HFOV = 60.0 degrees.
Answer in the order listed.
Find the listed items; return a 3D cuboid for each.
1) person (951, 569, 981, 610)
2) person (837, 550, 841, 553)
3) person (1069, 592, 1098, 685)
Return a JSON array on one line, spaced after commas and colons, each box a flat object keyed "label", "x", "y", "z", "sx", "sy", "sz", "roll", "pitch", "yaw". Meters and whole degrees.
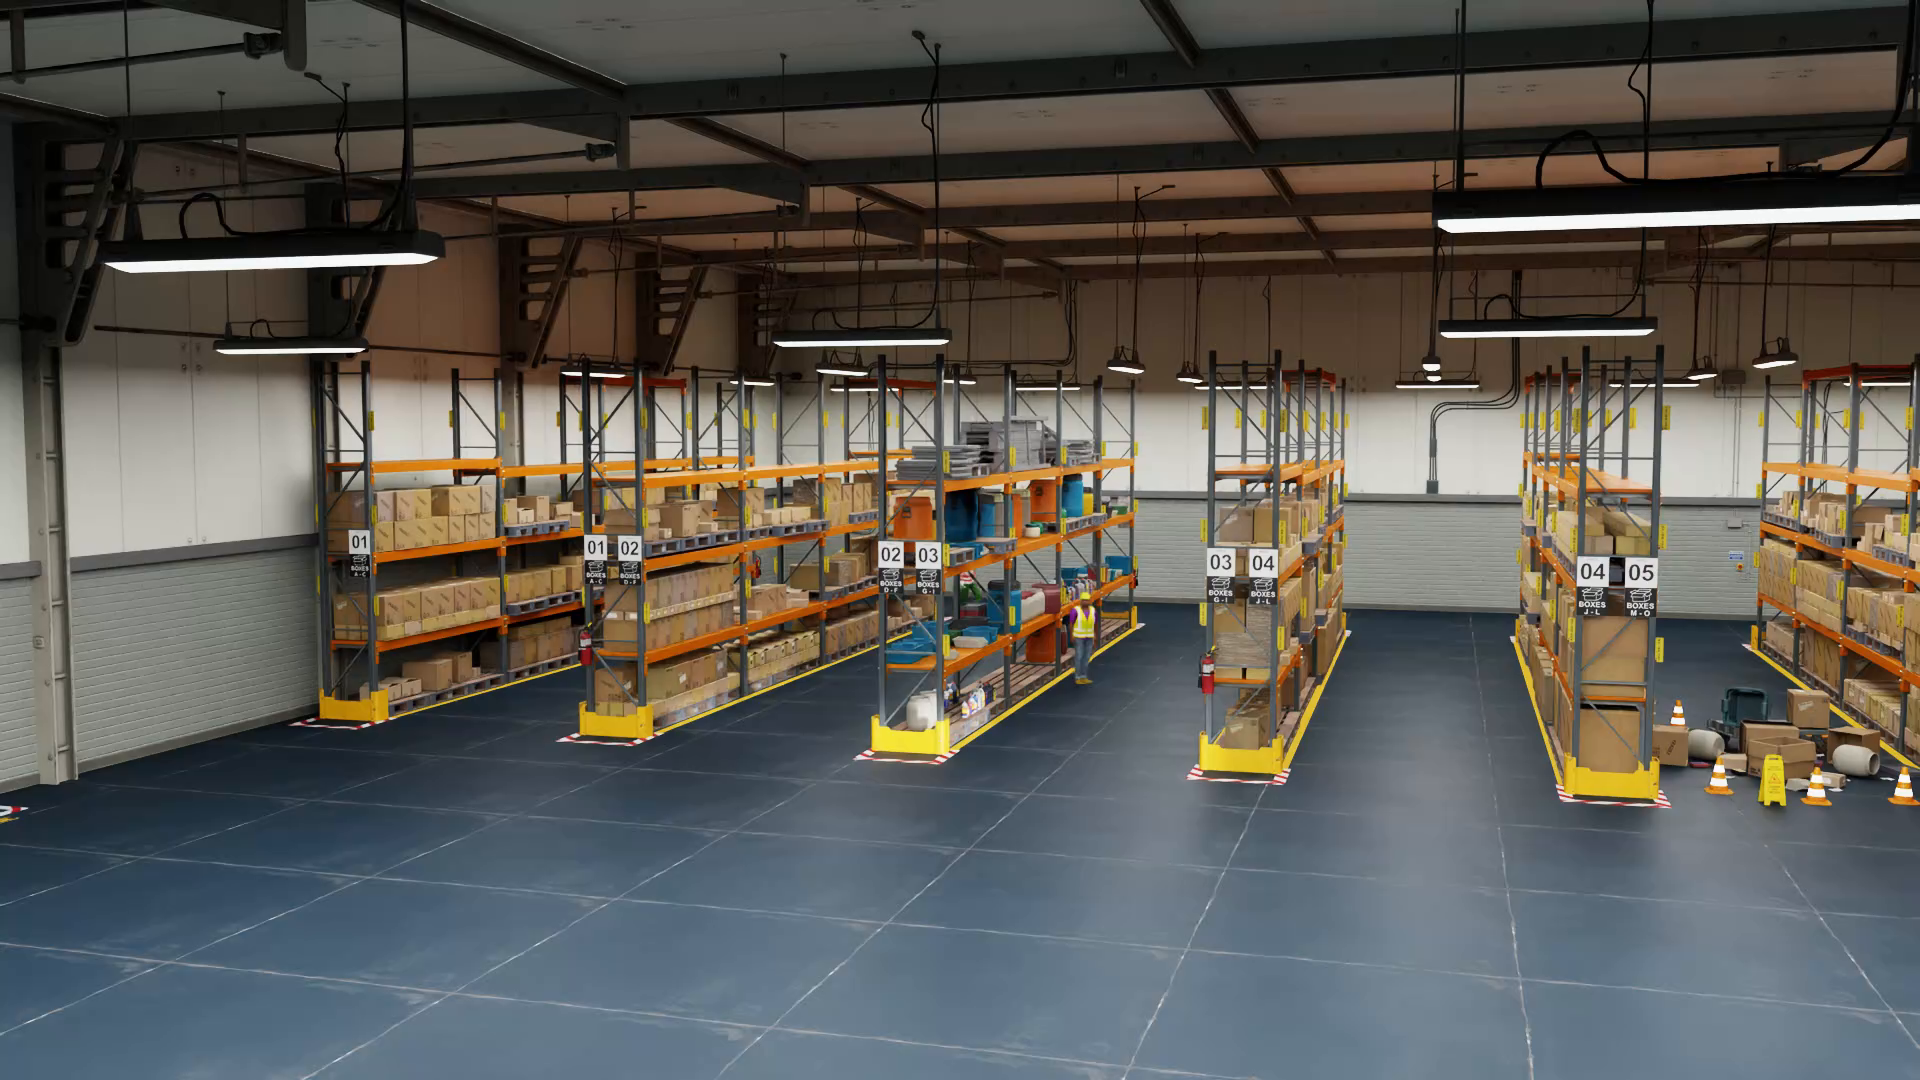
[{"label": "person", "x": 0.198, "y": 1.093, "z": 42.518, "sx": 0.951, "sy": 1.732, "sz": 0.636, "roll": 4, "pitch": 6, "yaw": 43}, {"label": "person", "x": -3.206, "y": 1.069, "z": 43.530, "sx": 0.595, "sy": 1.634, "sz": 0.503, "roll": 2, "pitch": 4, "yaw": 22}, {"label": "person", "x": 2.353, "y": 1.865, "z": 31.595, "sx": 0.617, "sy": 1.771, "sz": 0.405, "roll": -2, "pitch": 4, "yaw": -21}]
